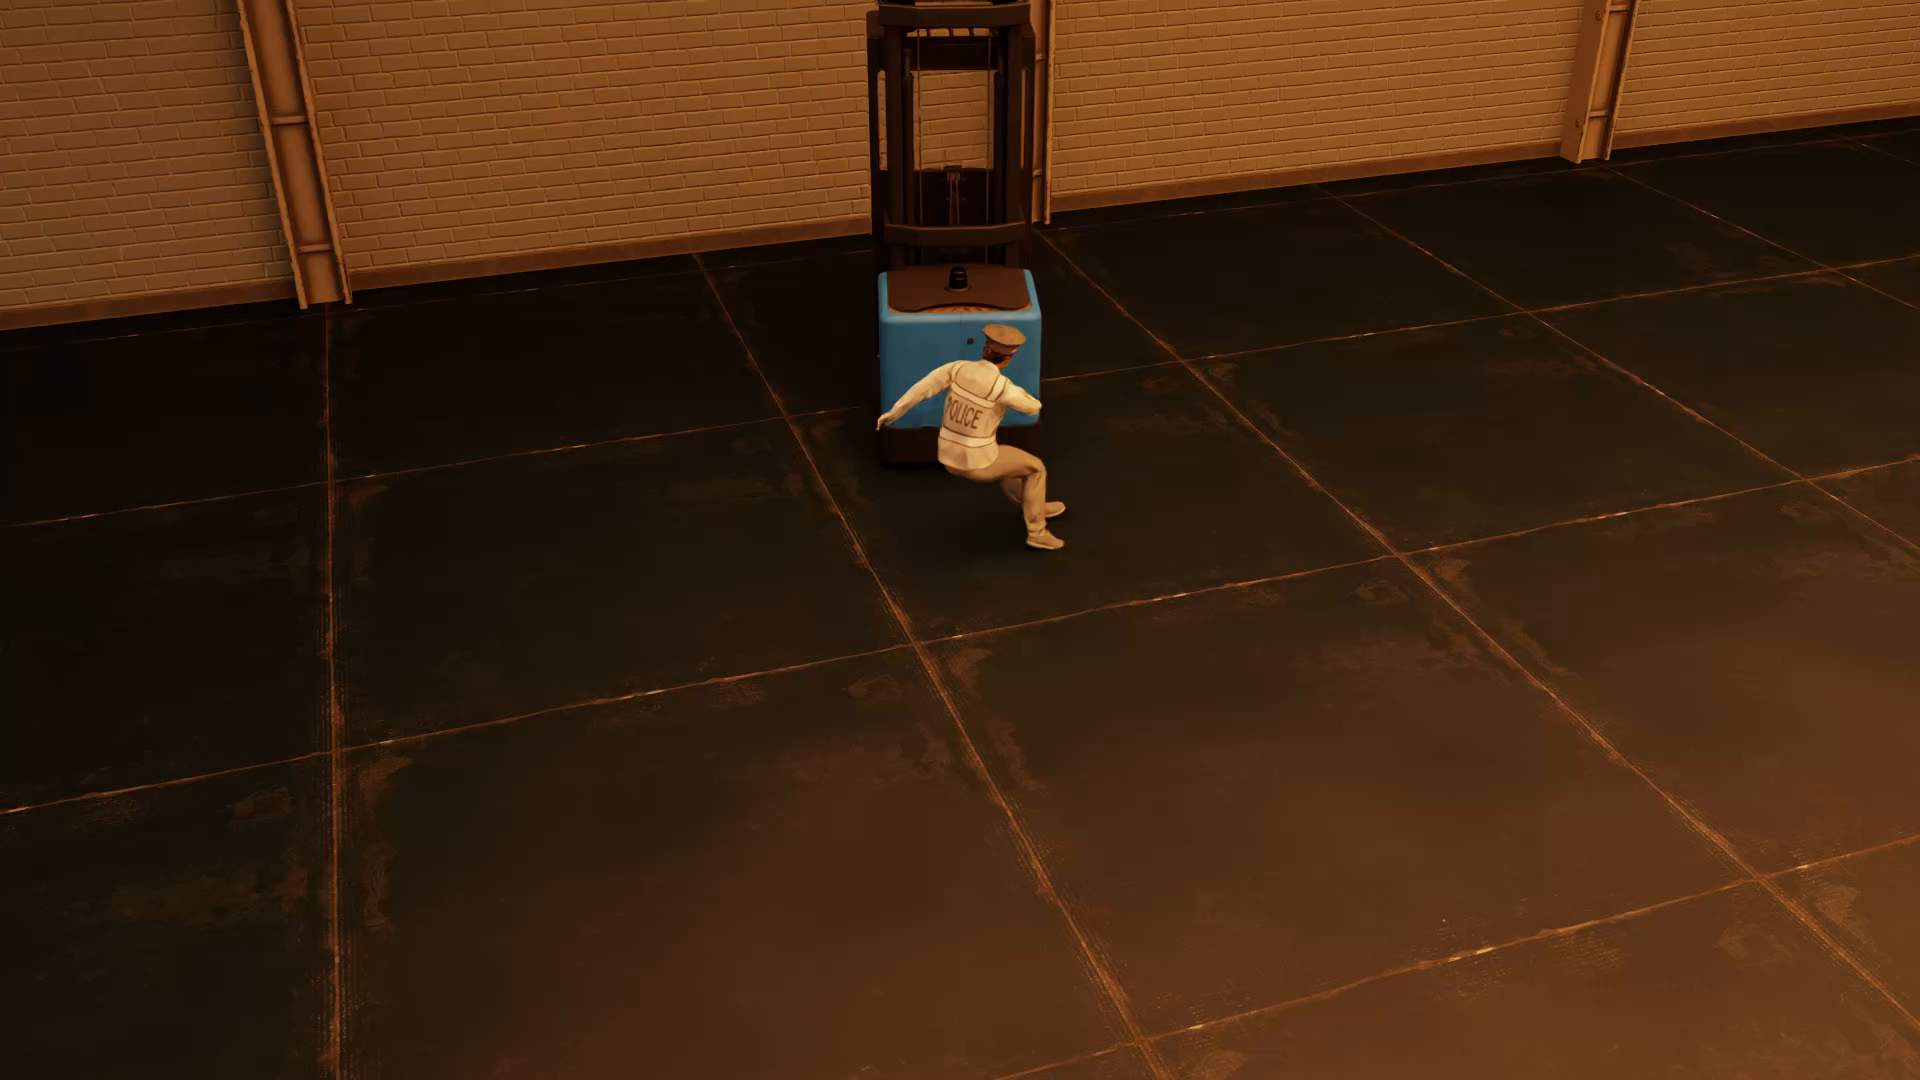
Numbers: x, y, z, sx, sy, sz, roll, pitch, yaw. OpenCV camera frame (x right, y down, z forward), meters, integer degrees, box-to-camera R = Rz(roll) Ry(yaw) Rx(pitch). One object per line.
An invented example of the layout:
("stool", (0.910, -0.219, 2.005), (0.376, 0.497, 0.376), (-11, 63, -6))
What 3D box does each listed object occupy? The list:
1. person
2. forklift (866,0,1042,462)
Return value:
("person", (0.158, -0.642, 9.828), (0.995, 1.416, 0.900), (22, 36, 33))
("forklift", (-0.069, -2.475, 11.388), (1.130, 2.935, 3.031), (-1, 30, -3))
